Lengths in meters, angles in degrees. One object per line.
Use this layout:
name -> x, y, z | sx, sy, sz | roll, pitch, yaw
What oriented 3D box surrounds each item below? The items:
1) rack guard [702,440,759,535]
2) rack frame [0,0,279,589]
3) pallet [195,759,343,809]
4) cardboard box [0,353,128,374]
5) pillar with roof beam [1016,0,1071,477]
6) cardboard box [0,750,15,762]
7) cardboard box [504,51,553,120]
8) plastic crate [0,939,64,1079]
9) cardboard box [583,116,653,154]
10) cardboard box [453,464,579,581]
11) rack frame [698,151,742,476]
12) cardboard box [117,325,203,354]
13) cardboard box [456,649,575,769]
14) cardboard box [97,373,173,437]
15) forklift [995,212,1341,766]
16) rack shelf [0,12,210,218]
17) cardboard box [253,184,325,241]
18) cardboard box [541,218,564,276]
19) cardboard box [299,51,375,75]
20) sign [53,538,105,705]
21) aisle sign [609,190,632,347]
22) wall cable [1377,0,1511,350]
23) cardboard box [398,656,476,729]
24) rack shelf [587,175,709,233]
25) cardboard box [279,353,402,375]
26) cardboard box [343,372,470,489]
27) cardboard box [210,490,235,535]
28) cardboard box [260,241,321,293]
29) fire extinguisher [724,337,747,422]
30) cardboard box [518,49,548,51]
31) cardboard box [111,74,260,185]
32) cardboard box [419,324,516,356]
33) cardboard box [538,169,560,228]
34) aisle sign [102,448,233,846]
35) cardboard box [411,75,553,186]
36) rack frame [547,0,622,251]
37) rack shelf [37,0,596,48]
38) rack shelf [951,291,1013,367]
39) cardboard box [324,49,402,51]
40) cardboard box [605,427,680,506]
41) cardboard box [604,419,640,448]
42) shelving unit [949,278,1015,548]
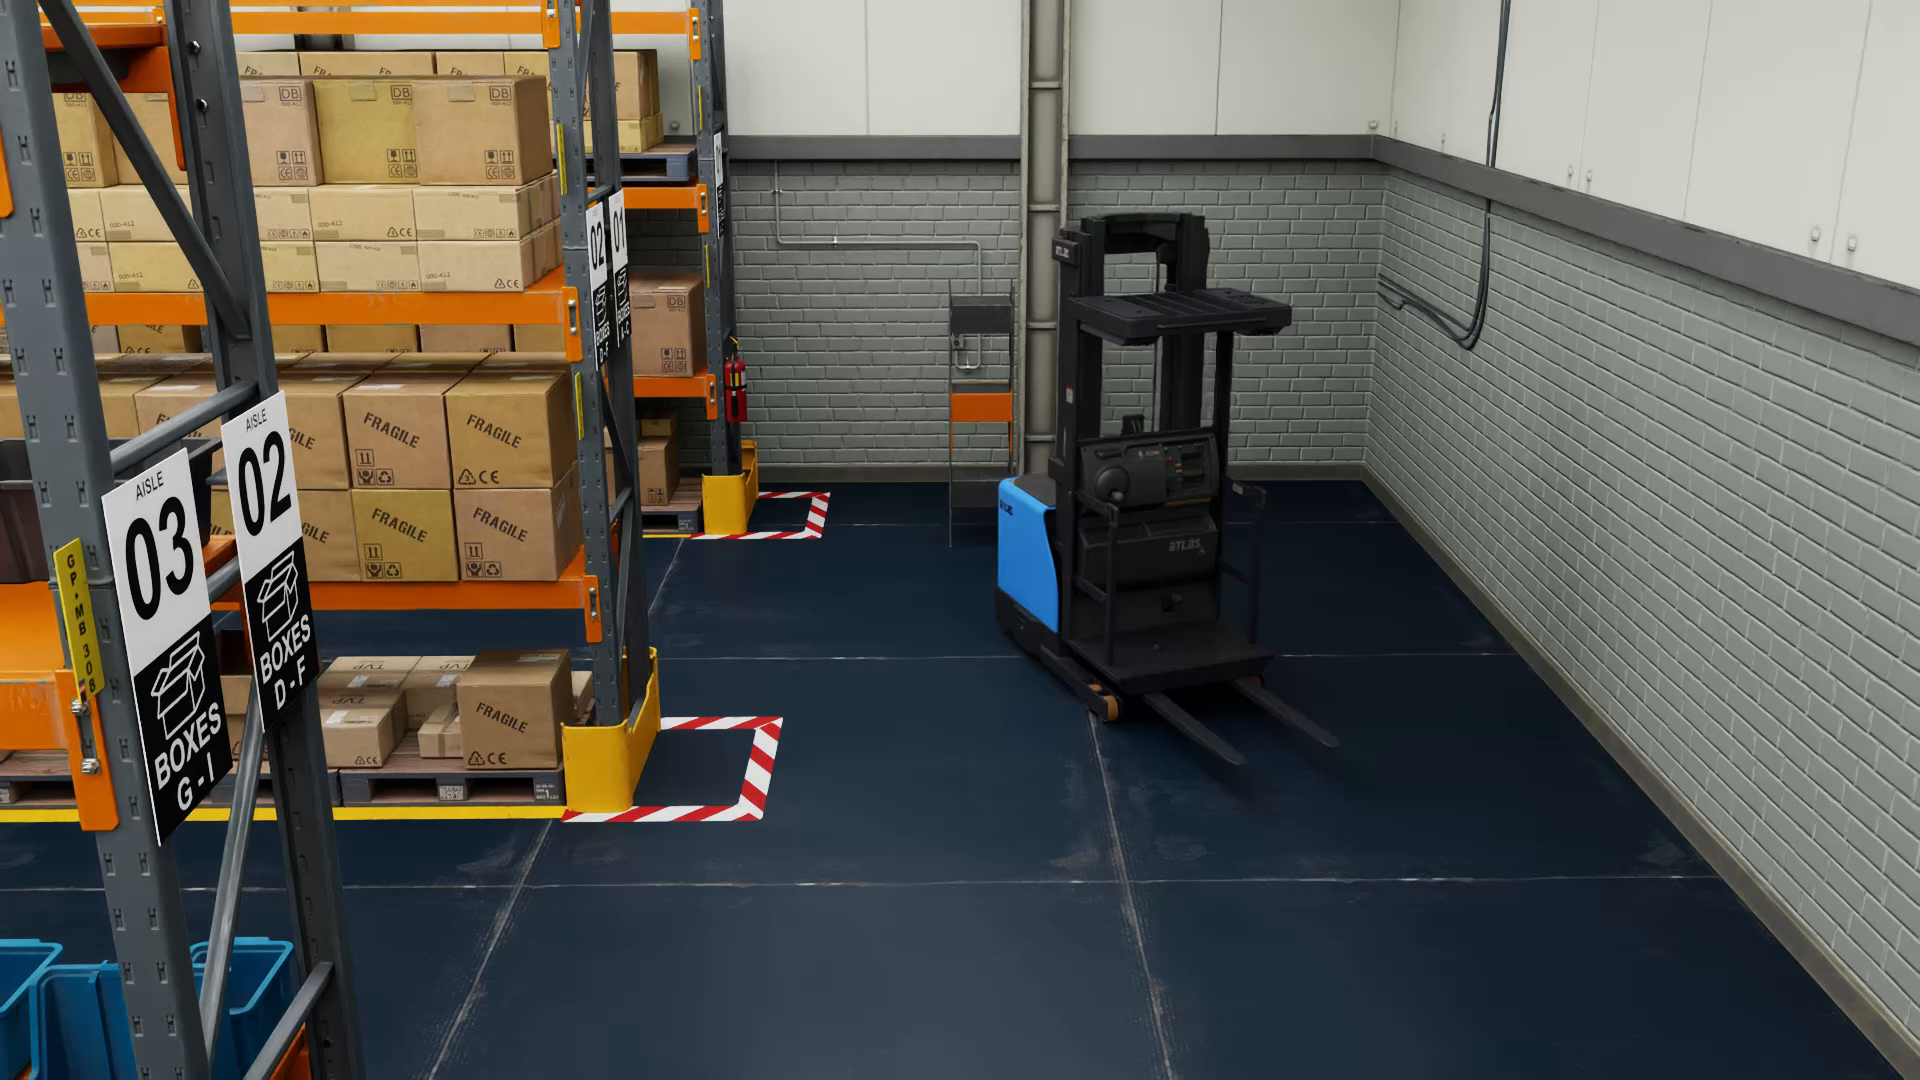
rack guard -> -1.947, -0.459, 14.160 | 0.348, 0.500, 1.175 | 0, 18, -1
rack frame -> -1.814, -1.480, 3.430 | 0.127, 3.000, 1.000 | 0, 18, -1
pallet -> -3.979, 1.201, 9.458 | 1.213, 0.211, 1.003 | 0, 18, -1
cardboard box -> -4.874, -0.726, 9.098 | 0.500, 0.500, 0.500 | -1, 18, -2
pillar with roof beam -> 0.783, -3.468, 9.627 | 0.400, 9.000, 9.100 | 0, 18, -1
cardboard box -> -5.465, 1.018, 9.146 | 0.500, 0.311, 0.500 | 0, 18, -1
cardboard box -> -3.199, -3.525, 12.881 | 0.500, 0.500, 0.500 | 0, 18, 1
plastic crate -> -2.725, 1.331, 4.662 | 0.300, 0.233, 0.416 | 0, 18, -1
cardboard box -> -2.699, -3.169, 13.000 | 0.500, 0.250, 0.500 | 0, 18, 1
cardboard box -> -2.332, -0.099, 8.781 | 0.500, 0.500, 0.500 | 0, 18, 1
rack frame -> -1.971, -1.649, 13.778 | 0.127, 3.000, 1.000 | 0, 18, -1
cardboard box -> -6.428, -1.750, 13.407 | 0.500, 0.500, 0.500 | -1, 18, -2
cardboard box -> -2.428, 0.922, 9.134 | 0.500, 0.500, 0.500 | 0, 18, -1
cardboard box -> -4.383, -0.562, 8.589 | 0.500, 0.500, 0.500 | -1, 18, -2
forklift -> 1.258, -0.432, 10.095 | 1.130, 2.935, 3.031 | -7, 19, -20
rack shelf -> -3.814, -0.937, 3.570 | 4.000, 0.370, 1.077 | 0, 18, -1
cardboard box -> -3.398, -1.647, 8.288 | 0.500, 0.250, 0.500 | 0, 18, -1
cardboard box -> -2.406, -1.568, 8.861 | 0.500, 0.250, 0.500 | 0, 18, -1
cardboard box -> -4.739, -3.514, 12.846 | 0.500, 0.500, 0.500 | -1, 18, -2
sign -> -1.789, 0.166, 3.380 | 0.005, 0.325, 0.100 | 0, 18, -1
aisle sign -> -1.825, -1.464, 8.946 | 0.004, 0.787, 0.394 | 0, 18, -1
wall cable -> 3.690, -2.945, 13.081 | 0.112, 2.526, 3.097 | 0, 18, -1
cardboard box -> -2.937, 0.882, 9.669 | 0.500, 0.250, 0.500 | 0, 18, -1
rack shelf -> -3.970, -2.725, 13.400 | 4.000, 0.370, 1.077 | 0, 18, -1
cardboard box -> -3.359, -0.733, 9.121 | 0.500, 0.500, 0.500 | 0, 18, 0
cardboard box -> -2.834, -0.571, 8.617 | 0.500, 0.500, 0.500 | 0, 18, 1
cardboard box -> -3.854, -0.092, 8.760 | 0.500, 0.500, 0.500 | -1, 18, -2
cardboard box -> -3.398, -1.405, 8.351 | 0.500, 0.250, 0.500 | 0, 18, -1
fire extinguisher -> -1.812, -1.295, 13.410 | 0.183, 0.674, 0.296 | 0, 18, -1
cardboard box -> -3.233, -3.681, 13.367 | 0.500, 0.500, 0.500 | -1, 18, -2
cardboard box -> -3.903, -2.095, 8.458 | 0.500, 0.500, 0.700 | 0, 18, -1
cardboard box -> -3.970, -1.779, 13.691 | 0.700, 0.700, 0.980 | -1, 18, -4
cardboard box -> -2.406, -1.808, 8.790 | 0.500, 0.250, 0.500 | 0, 18, -1
aisle sign -> -1.738, 0.228, 3.671 | 0.004, 0.787, 0.394 | 0, 18, -1
cardboard box -> -2.402, -2.081, 8.413 | 0.500, 0.500, 0.700 | 0, 18, -1
rack frame -> -1.889, -2.993, 8.146 | 0.127, 3.000, 1.000 | 0, 18, -1
rack shelf -> -3.888, -2.639, 8.226 | 4.000, 0.370, 1.077 | 0, 18, -1
rack shelf -> 0.165, -1.654, 13.020 | 0.480, 0.518, 0.431 | 0, 18, -1
cardboard box -> -4.759, -3.669, 13.330 | 0.500, 0.500, 0.500 | -1, 18, -3
cardboard box -> -2.669, -0.625, 13.990 | 0.500, 0.500, 0.700 | 0, 18, -1
cardboard box -> -2.794, -0.878, 13.716 | 0.250, 0.149, 0.380 | 0, 18, -2
shelving unit -> 0.165, -1.001, 13.229 | 0.503, 2.100, 0.431 | 0, 18, -1
